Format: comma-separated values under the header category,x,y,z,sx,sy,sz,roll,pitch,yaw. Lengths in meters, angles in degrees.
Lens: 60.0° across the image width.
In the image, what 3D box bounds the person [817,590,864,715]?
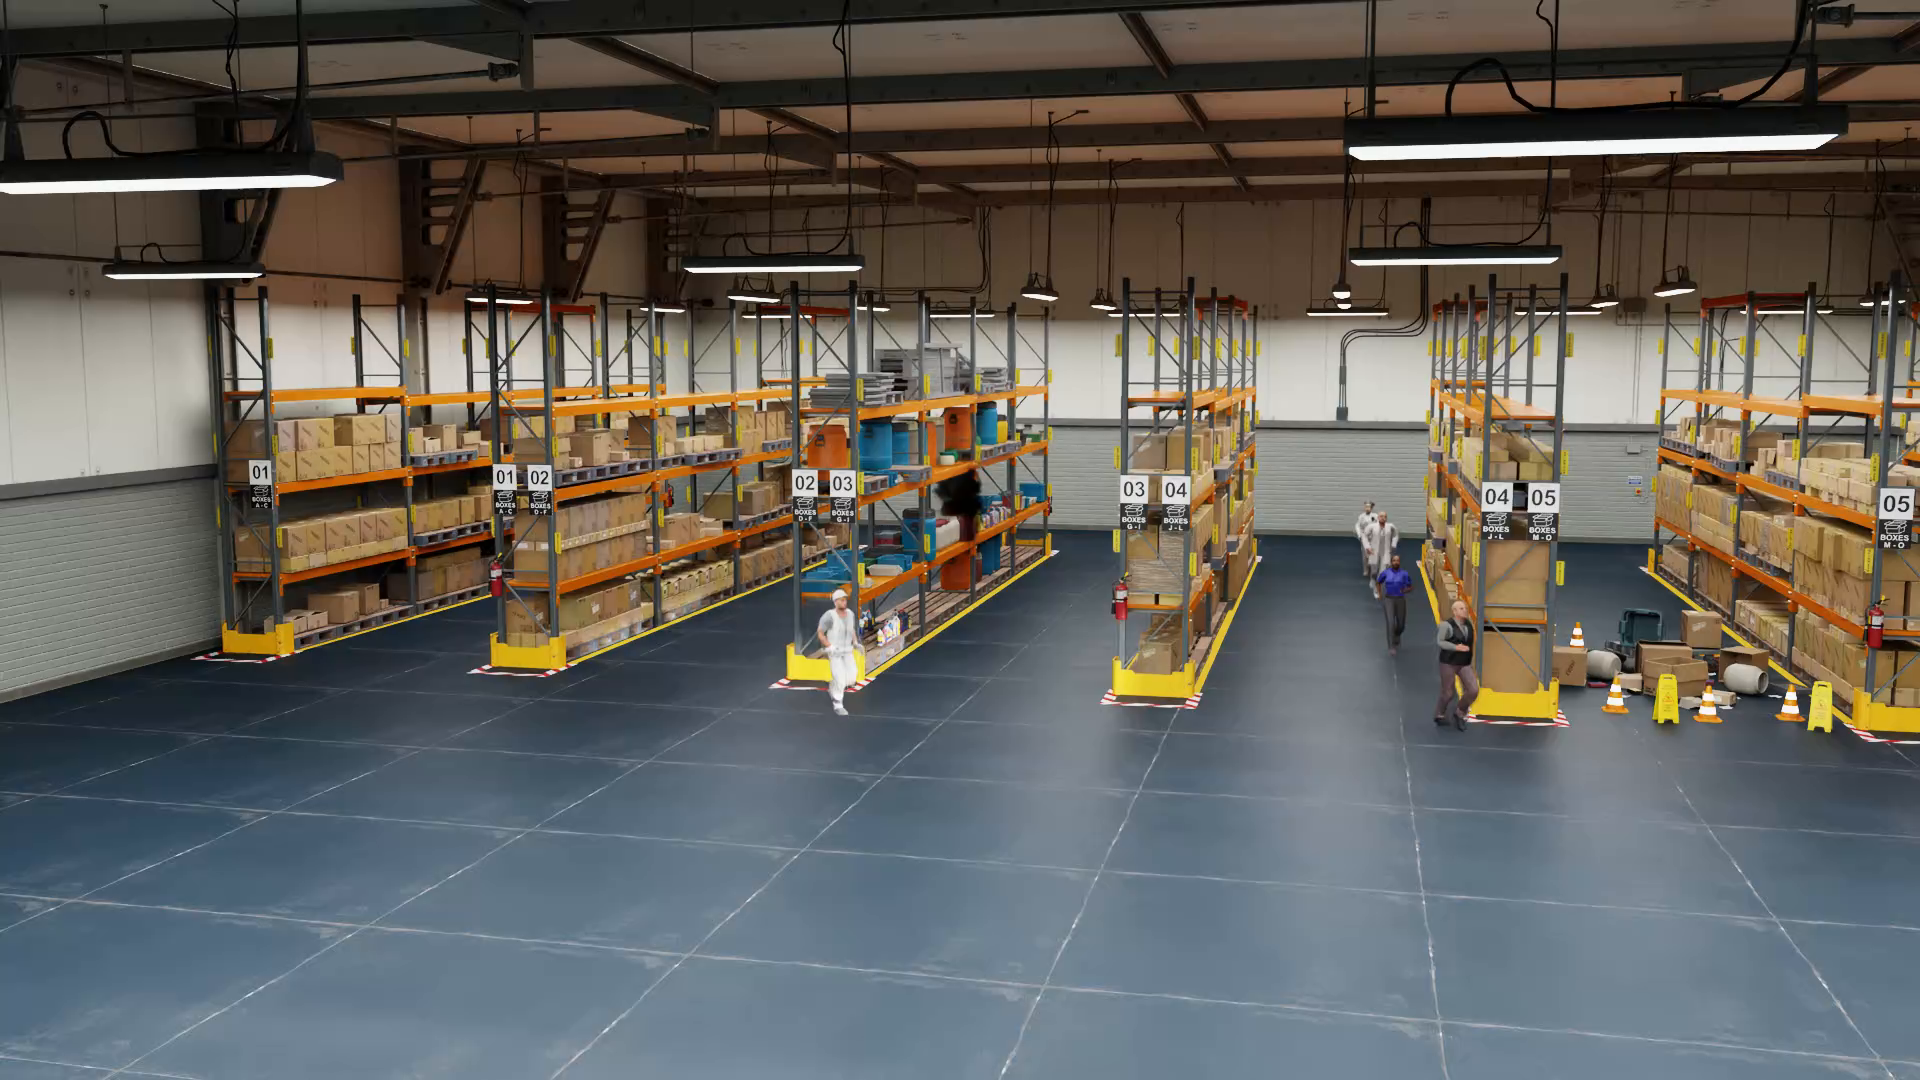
category,x,y,z,sx,sy,sz,roll,pitch,yaw
person,-1.682,1.529,22.853,0.650,1.729,0.639,-6,9,-40

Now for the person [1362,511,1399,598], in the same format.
category,x,y,z,sx,sy,sz,roll,pitch,yaw
person,8.529,0.313,33.715,0.713,1.666,0.722,1,7,6

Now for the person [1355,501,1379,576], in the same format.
category,x,y,z,sx,sy,sz,roll,pitch,yaw
person,9.073,-0.044,36.851,0.636,1.673,0.612,3,7,23

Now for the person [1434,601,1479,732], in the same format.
category,x,y,z,sx,sy,sz,roll,pitch,yaw
person,6.540,1.699,21.845,0.657,1.651,0.717,-2,7,-18

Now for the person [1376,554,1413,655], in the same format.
category,x,y,z,sx,sy,sz,roll,pitch,yaw
person,7.162,1.043,27.432,0.588,1.624,0.831,1,7,10
